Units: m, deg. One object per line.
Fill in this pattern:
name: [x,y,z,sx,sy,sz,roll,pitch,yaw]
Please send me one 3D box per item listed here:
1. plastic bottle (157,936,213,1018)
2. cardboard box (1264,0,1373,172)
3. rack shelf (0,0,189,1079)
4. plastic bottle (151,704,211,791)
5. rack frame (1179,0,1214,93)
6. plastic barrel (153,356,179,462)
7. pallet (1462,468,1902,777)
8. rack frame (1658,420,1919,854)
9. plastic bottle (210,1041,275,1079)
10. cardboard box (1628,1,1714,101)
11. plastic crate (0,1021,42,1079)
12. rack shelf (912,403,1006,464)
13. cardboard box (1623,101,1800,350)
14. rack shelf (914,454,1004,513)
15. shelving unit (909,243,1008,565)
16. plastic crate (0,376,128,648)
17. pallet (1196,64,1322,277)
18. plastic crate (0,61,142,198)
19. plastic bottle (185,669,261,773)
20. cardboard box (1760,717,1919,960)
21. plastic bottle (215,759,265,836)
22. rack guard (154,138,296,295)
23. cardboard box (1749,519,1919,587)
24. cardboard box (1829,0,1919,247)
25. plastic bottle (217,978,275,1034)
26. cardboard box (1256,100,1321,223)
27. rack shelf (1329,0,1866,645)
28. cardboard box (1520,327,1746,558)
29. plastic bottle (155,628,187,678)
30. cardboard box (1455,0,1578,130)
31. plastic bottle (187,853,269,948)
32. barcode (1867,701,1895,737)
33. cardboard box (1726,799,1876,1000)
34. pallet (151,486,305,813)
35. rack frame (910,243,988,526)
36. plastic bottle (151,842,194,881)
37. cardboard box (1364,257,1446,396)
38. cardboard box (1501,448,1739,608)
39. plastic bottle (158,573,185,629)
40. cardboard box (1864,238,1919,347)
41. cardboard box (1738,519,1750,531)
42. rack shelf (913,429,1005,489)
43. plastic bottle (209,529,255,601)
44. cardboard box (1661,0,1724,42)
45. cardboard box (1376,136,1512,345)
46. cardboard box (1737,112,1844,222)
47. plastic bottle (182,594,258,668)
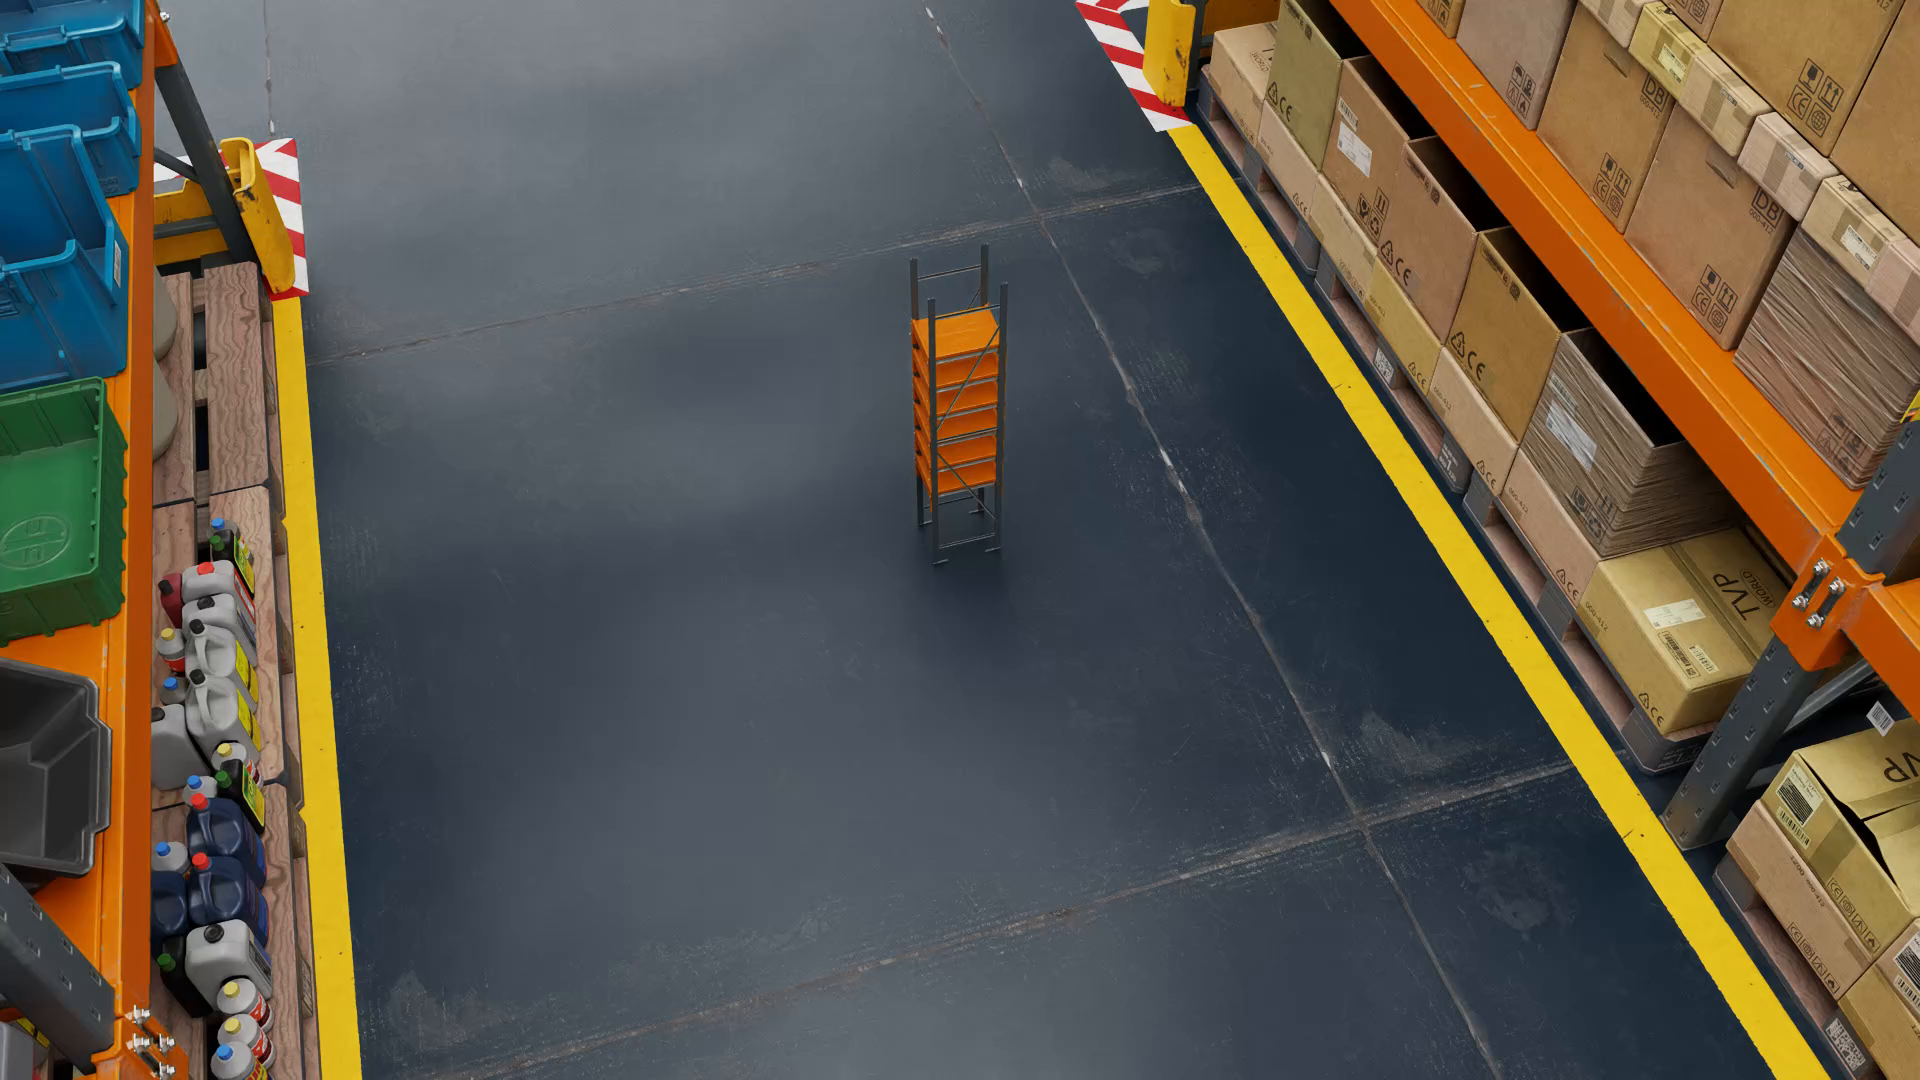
plastic bottle: [-2.022,1.123,4.330,0.061,0.283,0.133,-13,51,-11]
cardboard box: [1.523,-1.796,6.335,0.500,0.500,0.500,-13,51,-11]
rack shelf: [-2.714,-0.302,4.513,1.077,0.370,4.000,-13,51,-11]
plastic bottle: [-2.281,0.583,4.790,0.152,0.276,0.135,-13,51,-11]
rack frame: [1.427,-3.112,6.411,1.000,3.000,0.127,-13,51,-11]
plastic barrel: [-2.890,-0.498,5.561,0.421,0.512,0.421,0,50,0]
pallet: [2.415,0.118,5.512,1.003,0.211,1.213,-13,51,-11]
rack frame: [2.610,-0.190,3.948,1.000,3.000,0.127,-13,51,-11]
plastic bottle: [-1.798,1.333,4.161,0.097,0.271,0.097,0,50,0]
cardboard box: [2.026,-1.325,4.416,0.380,0.149,0.250,-14,51,-11]
plastic crate: [-1.687,1.191,2.742,0.402,0.464,0.583,-13,51,-11]
rack shelf: [-0.004,-0.369,5.334,0.258,0.103,0.180,-13,51,-11]
cardboard box: [2.311,-0.929,4.506,0.700,0.500,0.500,-14,51,-11]
rack shelf: [-0.004,-0.214,5.518,0.258,0.103,0.180,-13,51,-11]
shelving unit: [-0.004,-0.397,5.300,0.258,1.200,0.189,-13,51,-11]
plastic crate: [-2.255,-0.060,3.977,0.450,0.188,0.662,-13,51,-11]
pallet: [1.693,-1.664,7.014,1.003,0.211,1.213,-13,51,-11]
plastic crate: [-2.685,-1.173,4.874,0.499,0.251,0.408,-13,51,-11]
plastic bottle: [-2.147,0.507,4.805,0.144,0.351,0.185,-14,51,-11]
cardboard box: [2.494,0.738,4.323,0.500,0.311,0.500,-13,51,-11]
plastic bottle: [-2.030,0.710,4.679,0.061,0.283,0.133,-11,51,-9]
rack guard: [-3.238,-1.144,6.387,1.175,0.500,0.348,-13,51,-11]
cardboard box: [2.772,-0.090,4.898,0.500,0.500,0.500,-13,51,-11]
cardboard box: [2.473,-0.963,3.686,0.700,0.500,0.500,-13,51,-11]
plastic bottle: [-1.859,1.207,4.313,0.097,0.201,0.097,0,50,0]
cardboard box: [1.525,-1.554,6.622,0.500,0.250,0.500,-13,51,-11]
rack shelf: [2.018,-1.419,5.455,1.077,0.370,4.000,-13,51,-11]
cardboard box: [2.127,-0.338,5.106,0.500,0.500,0.500,-13,51,-11]
plastic bottle: [-2.368,0.341,5.043,0.097,0.201,0.097,0,50,0]
cardboard box: [2.013,-1.670,5.131,0.700,0.500,0.500,-12,51,-10]
plastic bottle: [-1.965,0.956,4.427,0.144,0.351,0.185,-12,51,-10]
barcode: [2.288,0.445,4.132,0.001,0.075,0.075,-13,51,-11]
cardboard box: [2.493,0.911,4.544,0.500,0.250,0.500,-14,51,-12]
pallet: [-2.646,0.433,5.247,1.003,0.211,1.213,-13,51,-11]
rack frame: [-0.031,-0.464,5.357,0.240,1.200,0.006,-13,51,-11]
plastic bottle: [-2.123,0.903,4.524,0.097,0.271,0.097,0,50,0]
cardboard box: [1.815,-0.823,6.006,0.500,0.250,0.500,-13,51,-11]
cardboard box: [2.126,-0.096,5.393,0.500,0.250,0.500,-13,51,-11]
plastic bottle: [-2.397,0.196,5.111,0.061,0.283,0.133,-13,51,-11]
cardboard box: [2.325,-0.582,3.789,0.380,0.149,0.250,-13,51,-11]
cardboard box: [2.619,-0.213,5.491,0.500,0.250,0.500,-13,51,-11]
rack shelf: [-0.004,-0.291,5.426,0.258,0.103,0.180,-13,51,-11]
plastic bottle: [-2.292,0.063,5.224,0.061,0.283,0.133,-12,51,-10]
cardboard box: [2.175,-1.698,4.306,0.700,0.500,0.500,-13,51,-11]
cardboard box: [1.814,-1.064,5.719,0.500,0.500,0.500,-13,51,-11]
cardboard box: [2.174,-0.953,4.102,0.380,0.149,0.250,-15,51,-12]
plastic bottle: [-2.255,0.276,5.049,0.152,0.276,0.135,-15,51,-12]
